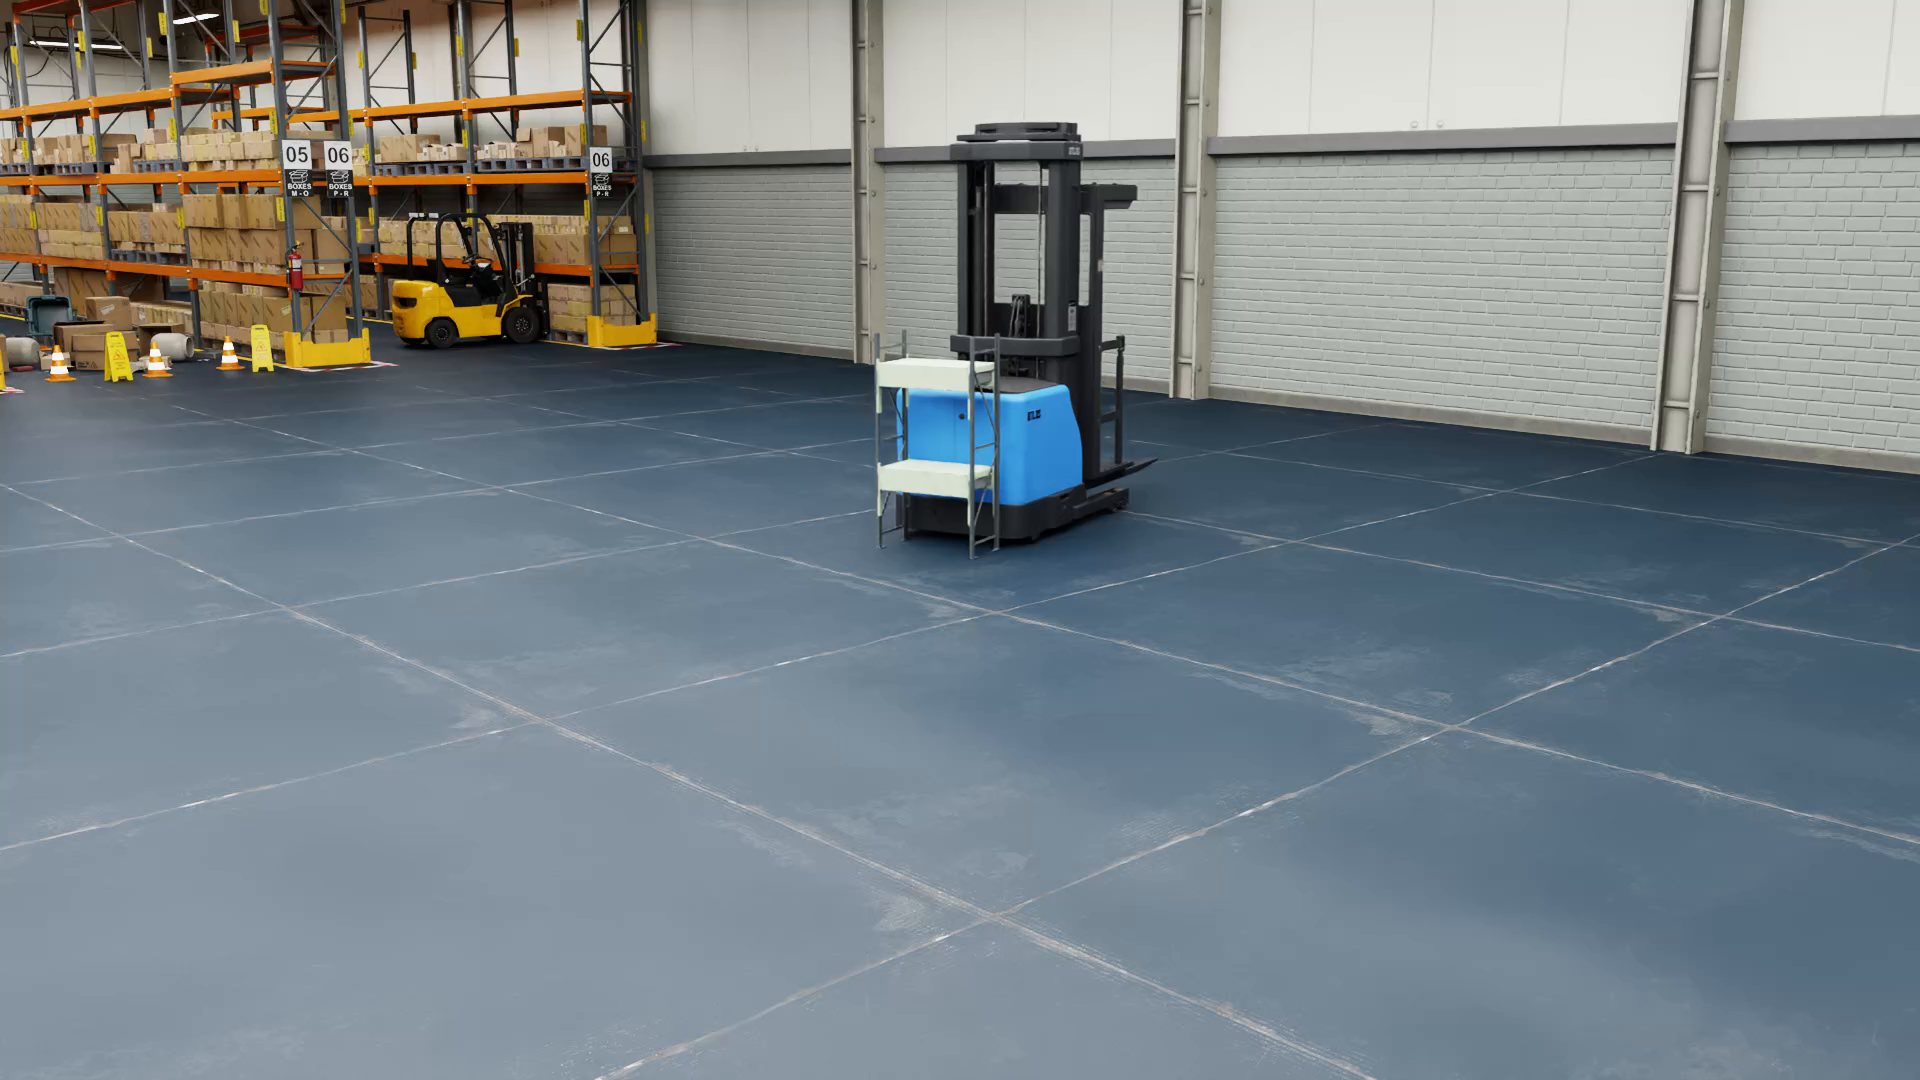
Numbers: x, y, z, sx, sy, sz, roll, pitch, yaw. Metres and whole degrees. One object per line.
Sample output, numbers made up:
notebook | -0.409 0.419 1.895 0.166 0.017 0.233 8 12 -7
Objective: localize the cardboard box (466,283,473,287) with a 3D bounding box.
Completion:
cardboard box | -8.777 -4.440 30.872 0.875 0.625 0.625 -10 15 -40

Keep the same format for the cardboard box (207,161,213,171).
cardboard box | -11.423 -5.788 25.761 0.380 0.149 0.250 -10 15 -41

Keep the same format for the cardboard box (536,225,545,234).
cardboard box | -6.992 -5.301 28.352 0.380 0.149 0.250 -11 16 -42

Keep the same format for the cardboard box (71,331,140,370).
cardboard box | -12.278 -2.728 23.903 0.637 0.503 0.797 1 12 6

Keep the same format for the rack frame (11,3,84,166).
rack frame | -17.521 -8.736 32.015 1.000 3.000 0.127 -11 16 -43

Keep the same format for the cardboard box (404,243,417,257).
cardboard box | -10.337 -5.586 31.962 0.500 0.250 0.500 11 16 43

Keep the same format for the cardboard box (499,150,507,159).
cardboard box | -7.788 -6.703 28.915 0.380 0.149 0.250 -10 15 -41

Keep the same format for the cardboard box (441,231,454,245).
cardboard box | -9.293 -5.604 30.812 0.500 0.250 0.500 11 16 44

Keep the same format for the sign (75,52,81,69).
sign | -17.137 -9.310 32.288 0.100 0.325 0.005 -11 16 -43

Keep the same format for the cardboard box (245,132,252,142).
cardboard box | -10.322 -5.950 24.571 0.380 0.149 0.250 -11 16 -43

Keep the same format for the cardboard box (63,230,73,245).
cardboard box | -16.361 -5.643 31.000 0.500 0.250 0.500 11 16 43

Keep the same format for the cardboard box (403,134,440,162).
cardboard box | -10.144 -7.391 31.382 0.500 0.500 0.500 -10 16 -41

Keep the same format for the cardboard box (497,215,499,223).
cardboard box | -7.975 -5.686 29.482 0.380 0.149 0.250 -11 16 -44

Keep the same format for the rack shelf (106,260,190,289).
rack shelf | -13.377 -4.570 28.442 1.077 0.370 4.000 -11 16 -43

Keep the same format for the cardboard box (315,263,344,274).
cardboard box | -9.319 -4.002 24.526 0.380 0.149 0.250 -11 16 -42

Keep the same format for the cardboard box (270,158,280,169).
cardboard box | -9.682 -5.406 23.906 0.380 0.149 0.250 -11 16 -42

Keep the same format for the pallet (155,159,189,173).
pallet | -12.345 -6.113 27.179 1.213 0.211 1.003 -11 16 -43

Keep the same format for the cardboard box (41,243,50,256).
cardboard box | -17.408 -5.624 32.145 0.500 0.250 0.500 11 16 44

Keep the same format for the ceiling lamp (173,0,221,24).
ceiling lamp | -14.944 -11.859 32.705 0.800 3.185 2.000 -11 16 -43

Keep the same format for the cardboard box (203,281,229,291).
cardboard box | -11.741 -4.024 26.317 0.380 0.149 0.250 -11 16 -42

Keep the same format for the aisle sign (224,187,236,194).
aisle sign | -16.955 -8.316 38.401 0.394 0.787 0.004 -11 16 -43

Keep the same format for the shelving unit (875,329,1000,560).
shelving unit | -0.154 -0.668 11.436 0.755 1.500 0.431 6 13 28

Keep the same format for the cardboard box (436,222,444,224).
cardboard box | -9.540 -5.853 31.033 0.250 0.149 0.380 11 16 44

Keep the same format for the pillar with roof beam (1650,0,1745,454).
pillar with roof beam | 3.842 -4.678 12.314 9.100 9.000 0.400 -11 16 -43

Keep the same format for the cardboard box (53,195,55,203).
cardboard box | -17.947 -6.803 33.166 0.380 0.149 0.250 -11 16 -43

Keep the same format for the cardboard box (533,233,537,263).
cardboard box | -7.237 -5.047 28.726 0.500 0.500 0.500 -11 16 -42

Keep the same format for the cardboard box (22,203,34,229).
cardboard box | -18.046 -6.367 32.657 0.500 0.500 0.500 -11 16 -43

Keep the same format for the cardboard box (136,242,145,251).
cardboard box | -13.944 -5.064 28.639 0.380 0.149 0.250 -10 15 -39

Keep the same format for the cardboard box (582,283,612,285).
cardboard box | -6.189 -4.257 28.434 0.500 0.250 0.500 -11 16 -42

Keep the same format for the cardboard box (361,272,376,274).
cardboard box | -12.393 -5.552 34.971 0.250 0.149 0.380 11 16 43

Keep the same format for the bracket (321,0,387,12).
bracket | -11.941 -10.930 33.743 0.076 0.066 4.783 -11 16 -43

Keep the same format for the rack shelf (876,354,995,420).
rack shelf | -0.154 -1.050 11.357 0.720 0.370 0.431 6 13 28

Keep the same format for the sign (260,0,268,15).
sign | -9.649 -7.446 23.043 0.100 0.325 0.005 -11 16 -43

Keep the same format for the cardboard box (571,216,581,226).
cardboard box | -6.239 -5.306 27.639 0.380 0.149 0.250 -11 16 -42

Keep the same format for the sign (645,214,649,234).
sign | -5.241 -5.278 27.755 0.100 0.325 0.005 -11 16 -43

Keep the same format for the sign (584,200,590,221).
sign | -6.048 -5.348 26.982 0.100 0.325 0.005 -11 16 -43

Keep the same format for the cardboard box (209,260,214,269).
cardboard box | -11.593 -4.353 26.227 0.380 0.149 0.250 -11 16 -43

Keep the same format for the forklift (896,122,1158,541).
forklift | 0.679 -1.682 12.811 1.130 2.935 3.031 6 13 28

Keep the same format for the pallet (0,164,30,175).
pallet | -18.916 -7.523 33.777 1.003 0.211 1.213 -11 16 -43

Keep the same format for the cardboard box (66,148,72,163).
cardboard box | -15.963 -6.975 30.194 0.258 0.266 0.396 11 16 44

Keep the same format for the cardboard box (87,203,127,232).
cardboard box | -15.305 -5.792 29.865 0.500 0.500 0.500 11 16 44

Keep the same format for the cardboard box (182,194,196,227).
cardboard box | -11.849 -5.220 26.354 0.700 0.500 0.500 -11 16 -43

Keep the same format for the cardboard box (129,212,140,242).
cardboard box | -13.879 -5.365 28.493 0.500 0.500 0.500 -11 16 -42

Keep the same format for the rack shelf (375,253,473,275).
rack shelf | -9.790 -5.262 31.802 1.077 0.370 4.000 -11 16 -43

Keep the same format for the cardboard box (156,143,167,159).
cardboard box | -12.850 -6.371 27.301 0.500 0.250 0.500 -11 16 -42

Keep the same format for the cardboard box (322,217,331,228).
cardboard box | -12.861 -6.453 34.511 0.700 0.500 0.500 -11 16 -43

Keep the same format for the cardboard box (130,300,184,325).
cardboard box | -14.375 -4.049 29.602 0.625 0.372 0.950 10 16 41

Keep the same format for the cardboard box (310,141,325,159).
cardboard box | -9.388 -5.699 24.338 0.500 0.250 0.500 -11 16 -44

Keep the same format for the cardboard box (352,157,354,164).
cardboard box | -12.121 -7.628 33.454 0.380 0.149 0.250 -11 16 -43

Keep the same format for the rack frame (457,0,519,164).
rack frame | -8.409 -8.261 29.708 1.000 3.000 0.127 -11 16 -43

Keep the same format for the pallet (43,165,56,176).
pallet | -16.852 -7.046 31.721 1.217 0.209 0.805 11 16 43

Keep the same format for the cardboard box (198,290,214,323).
cardboard box | -11.784 -3.733 26.512 0.500 0.500 0.500 -10 15 -40
